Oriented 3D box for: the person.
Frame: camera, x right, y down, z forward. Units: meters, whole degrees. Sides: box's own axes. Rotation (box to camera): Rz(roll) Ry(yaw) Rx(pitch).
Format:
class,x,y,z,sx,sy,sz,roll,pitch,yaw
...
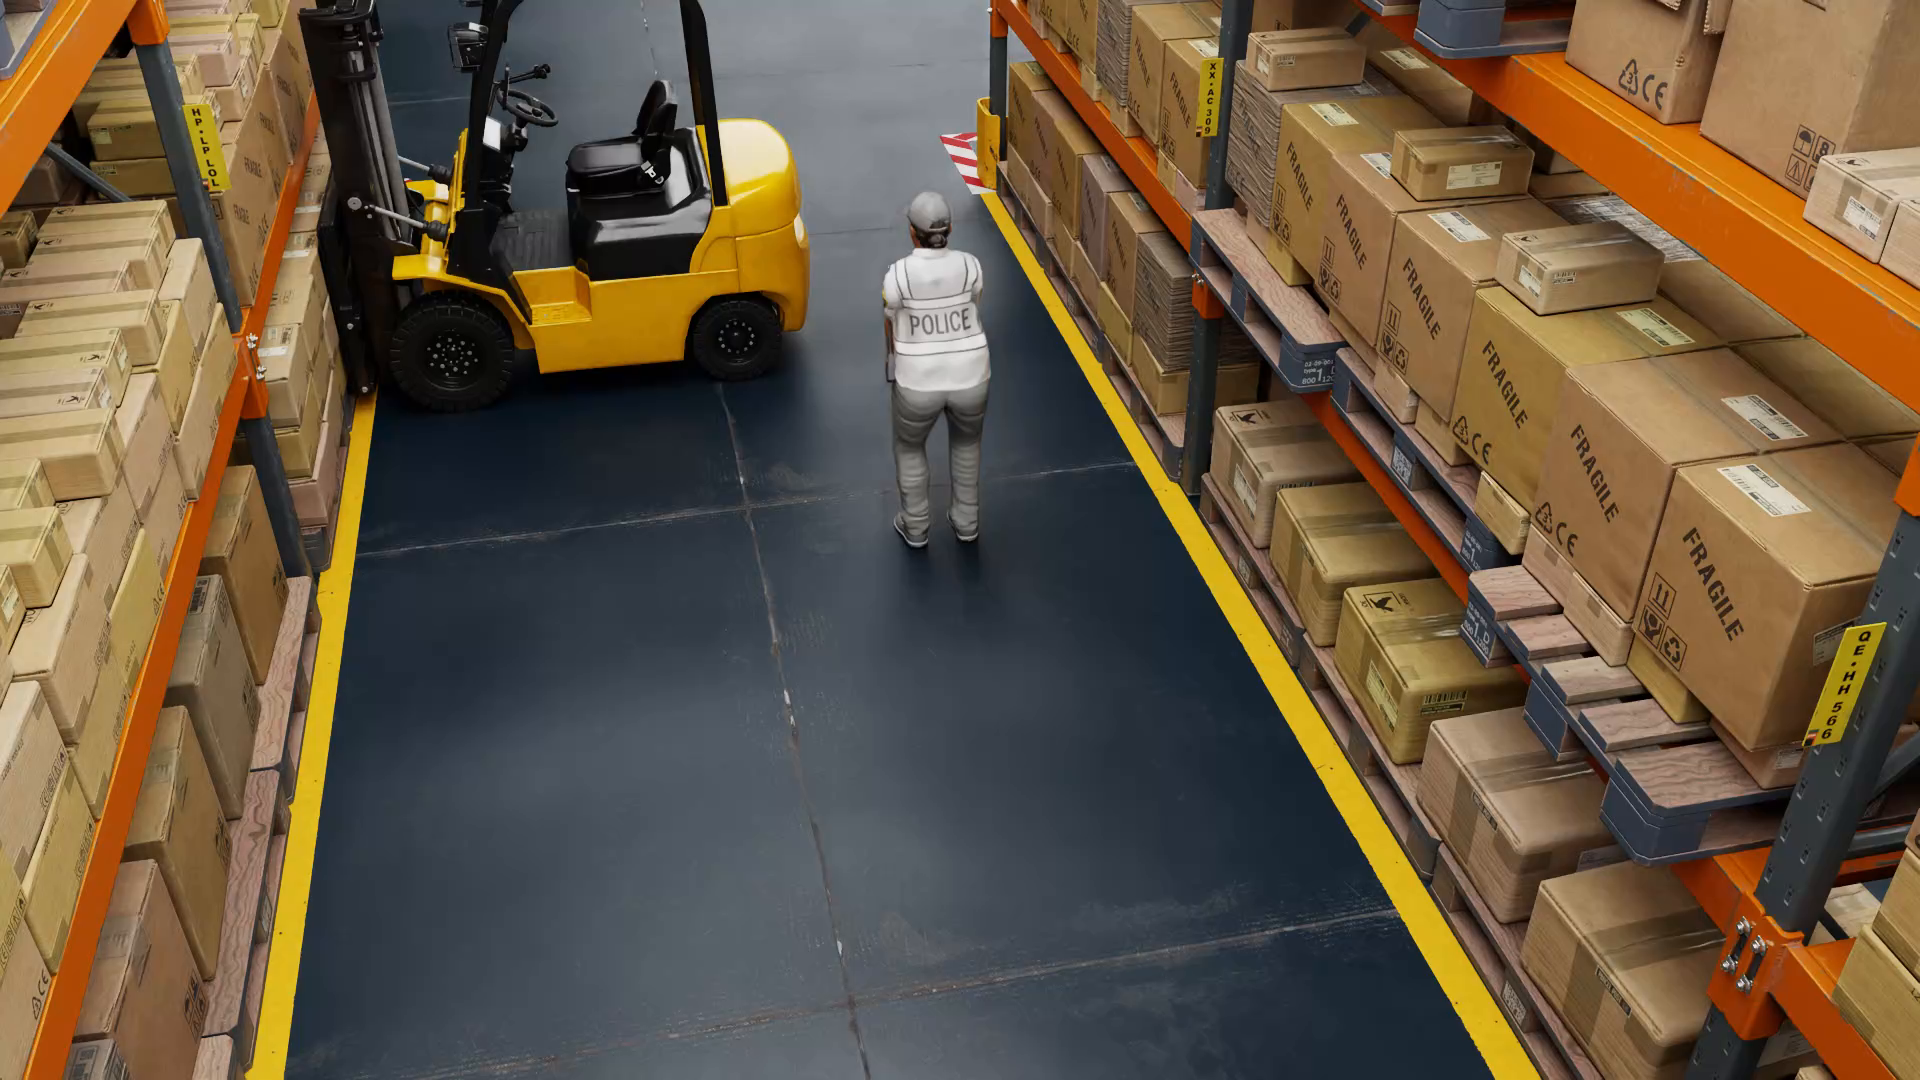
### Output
class,x,y,z,sx,sy,sz,roll,pitch,yaw
person,-0.116,-0.726,7.211,0.452,1.657,0.544,-8,35,-11
